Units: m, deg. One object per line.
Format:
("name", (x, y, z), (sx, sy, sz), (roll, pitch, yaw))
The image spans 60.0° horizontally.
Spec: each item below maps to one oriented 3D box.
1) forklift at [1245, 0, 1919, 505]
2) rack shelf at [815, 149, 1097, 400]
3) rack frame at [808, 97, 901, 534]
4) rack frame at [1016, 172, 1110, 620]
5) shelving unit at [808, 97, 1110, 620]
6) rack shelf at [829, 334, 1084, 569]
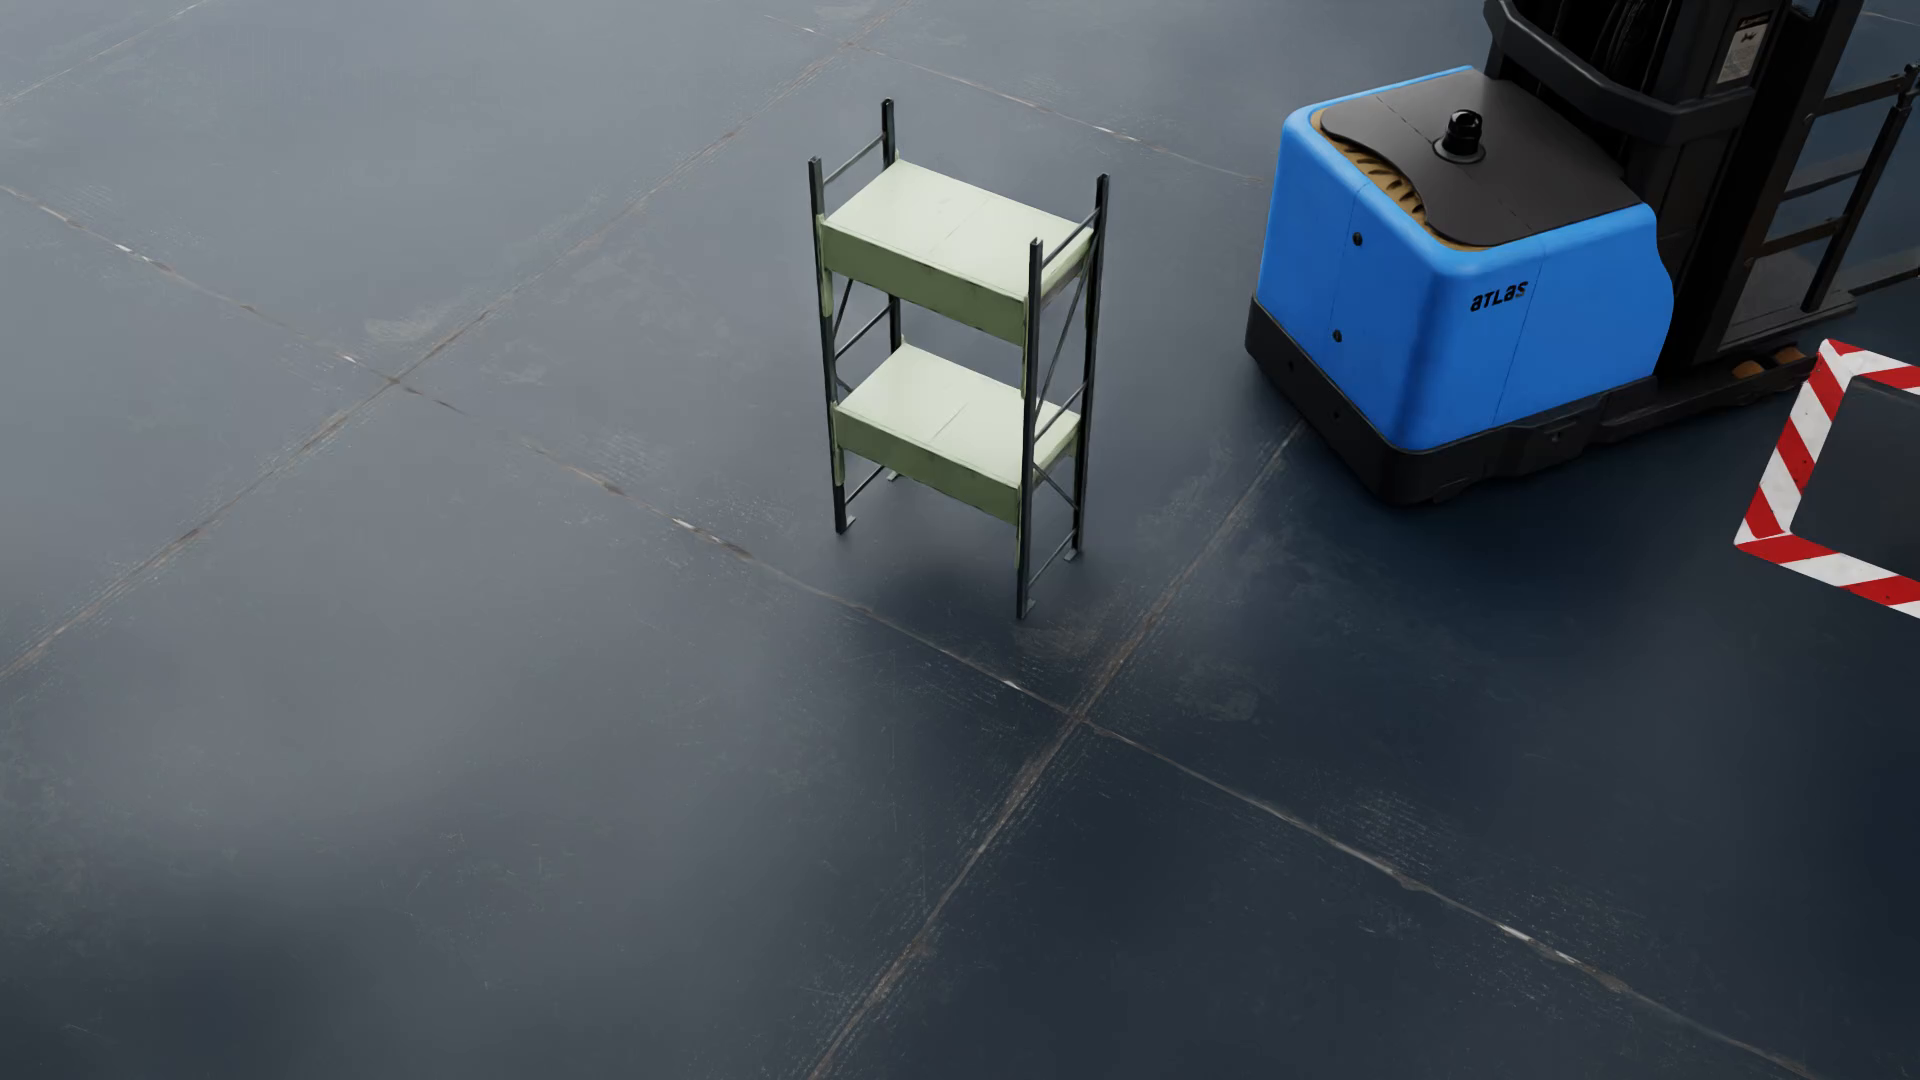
("forklift", (2.653, -1.856, 5.510), (3.031, 2.935, 1.130), (-18, 48, -17))
("rack shelf", (-0.006, -0.797, 4.935), (0.720, 0.370, 0.431), (25, 51, 22))
("rack frame", (-0.314, -0.667, 5.352), (0.023, 1.500, 0.400), (25, 51, 22))
("rack frame", (0.302, -0.384, 5.077), (0.023, 1.500, 0.400), (25, 51, 22))
("shelving unit", (-0.006, -0.525, 5.215), (0.755, 1.500, 0.431), (25, 51, 22))
("rack shelf", (-0.006, -0.298, 5.448), (0.720, 0.370, 0.431), (25, 51, 22))
